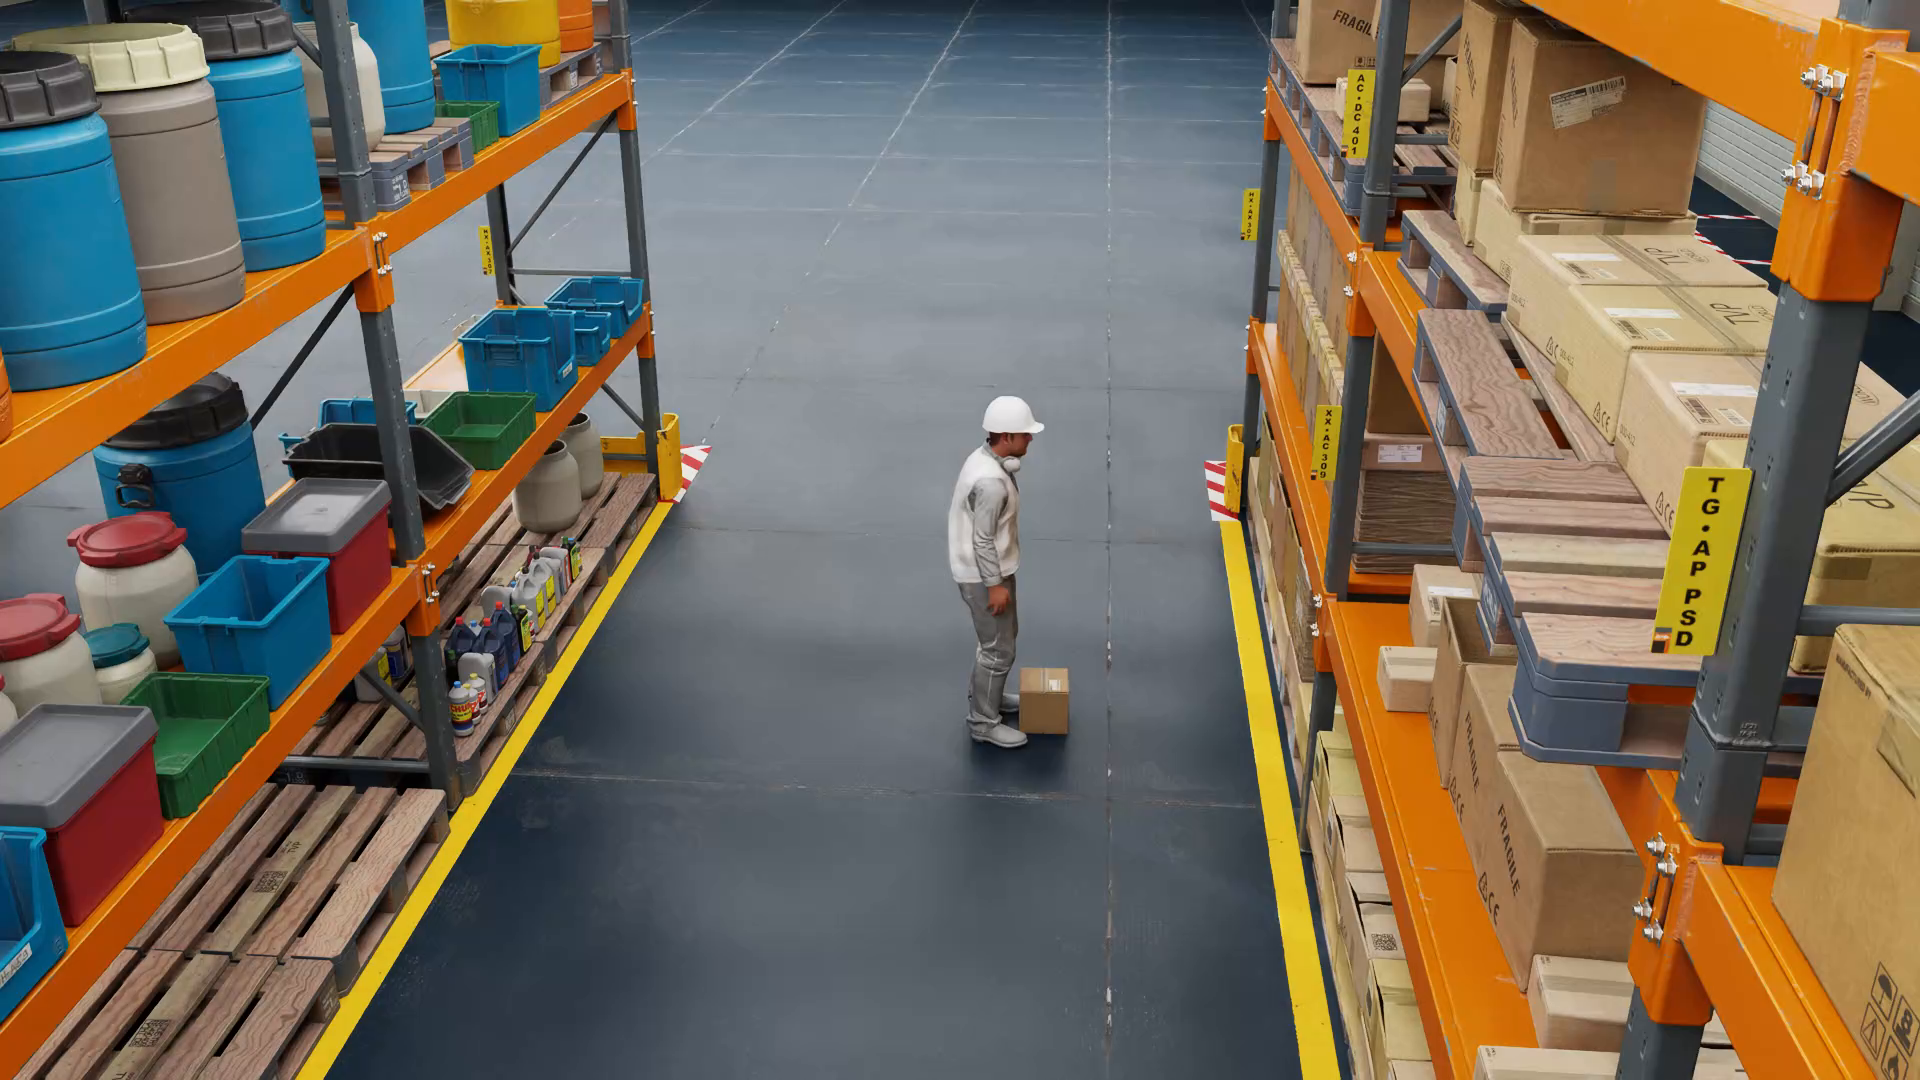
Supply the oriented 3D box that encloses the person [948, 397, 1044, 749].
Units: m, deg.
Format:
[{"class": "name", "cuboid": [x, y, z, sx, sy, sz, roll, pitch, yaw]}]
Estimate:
[{"class": "person", "cuboid": [0.171, 0.136, 8.274, 0.462, 1.768, 0.580, 2, 24, 4]}]
